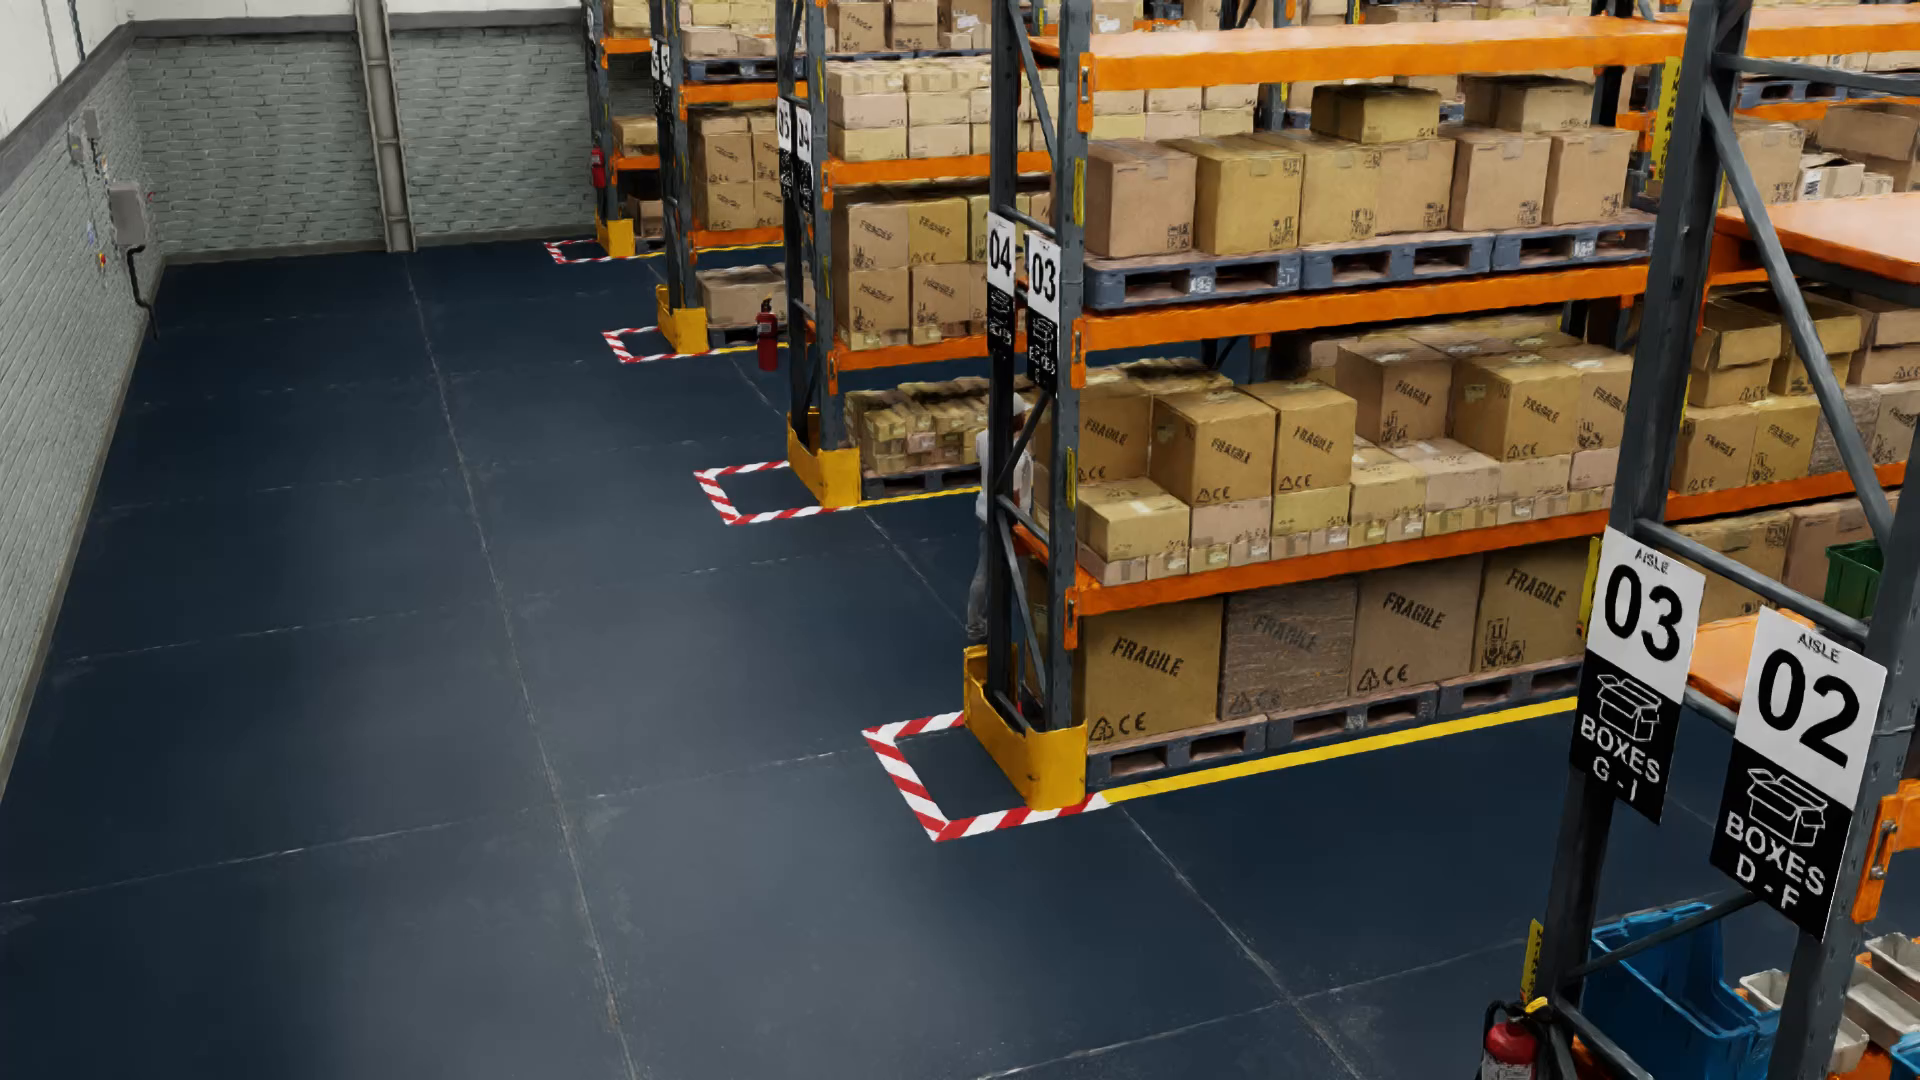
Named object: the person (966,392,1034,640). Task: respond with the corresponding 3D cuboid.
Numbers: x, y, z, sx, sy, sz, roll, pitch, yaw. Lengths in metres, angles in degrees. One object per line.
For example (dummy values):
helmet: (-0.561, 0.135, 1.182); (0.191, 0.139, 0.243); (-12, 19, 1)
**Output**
person: (0.388, -0.169, 11.201); (0.722, 1.750, 0.562); (-11, 25, -25)
